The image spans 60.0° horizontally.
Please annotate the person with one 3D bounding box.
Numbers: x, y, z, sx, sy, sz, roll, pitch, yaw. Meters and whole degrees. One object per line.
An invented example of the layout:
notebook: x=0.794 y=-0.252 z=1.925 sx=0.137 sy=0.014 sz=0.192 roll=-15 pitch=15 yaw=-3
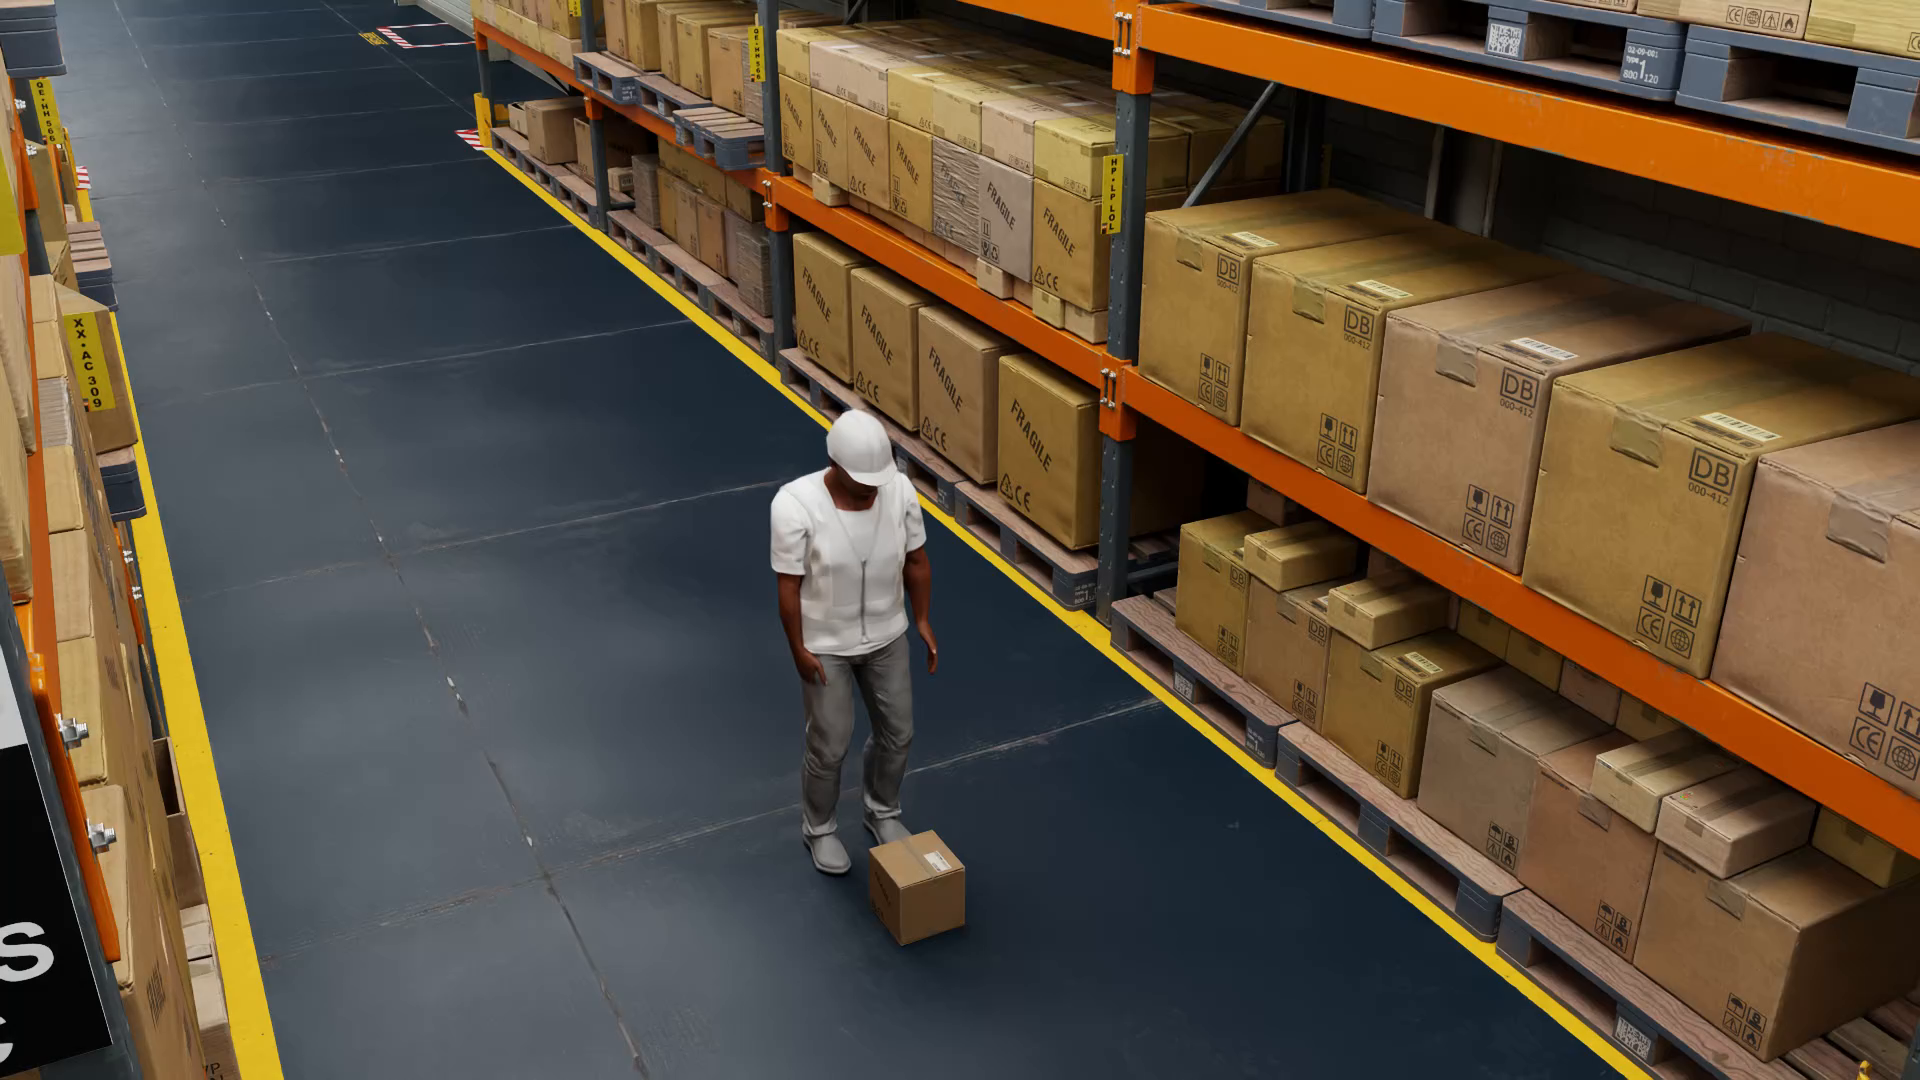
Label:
person: x=-0.359 y=0.352 z=5.871 sx=0.578 sy=1.746 sz=0.396 roll=-12 pitch=28 yaw=-24
